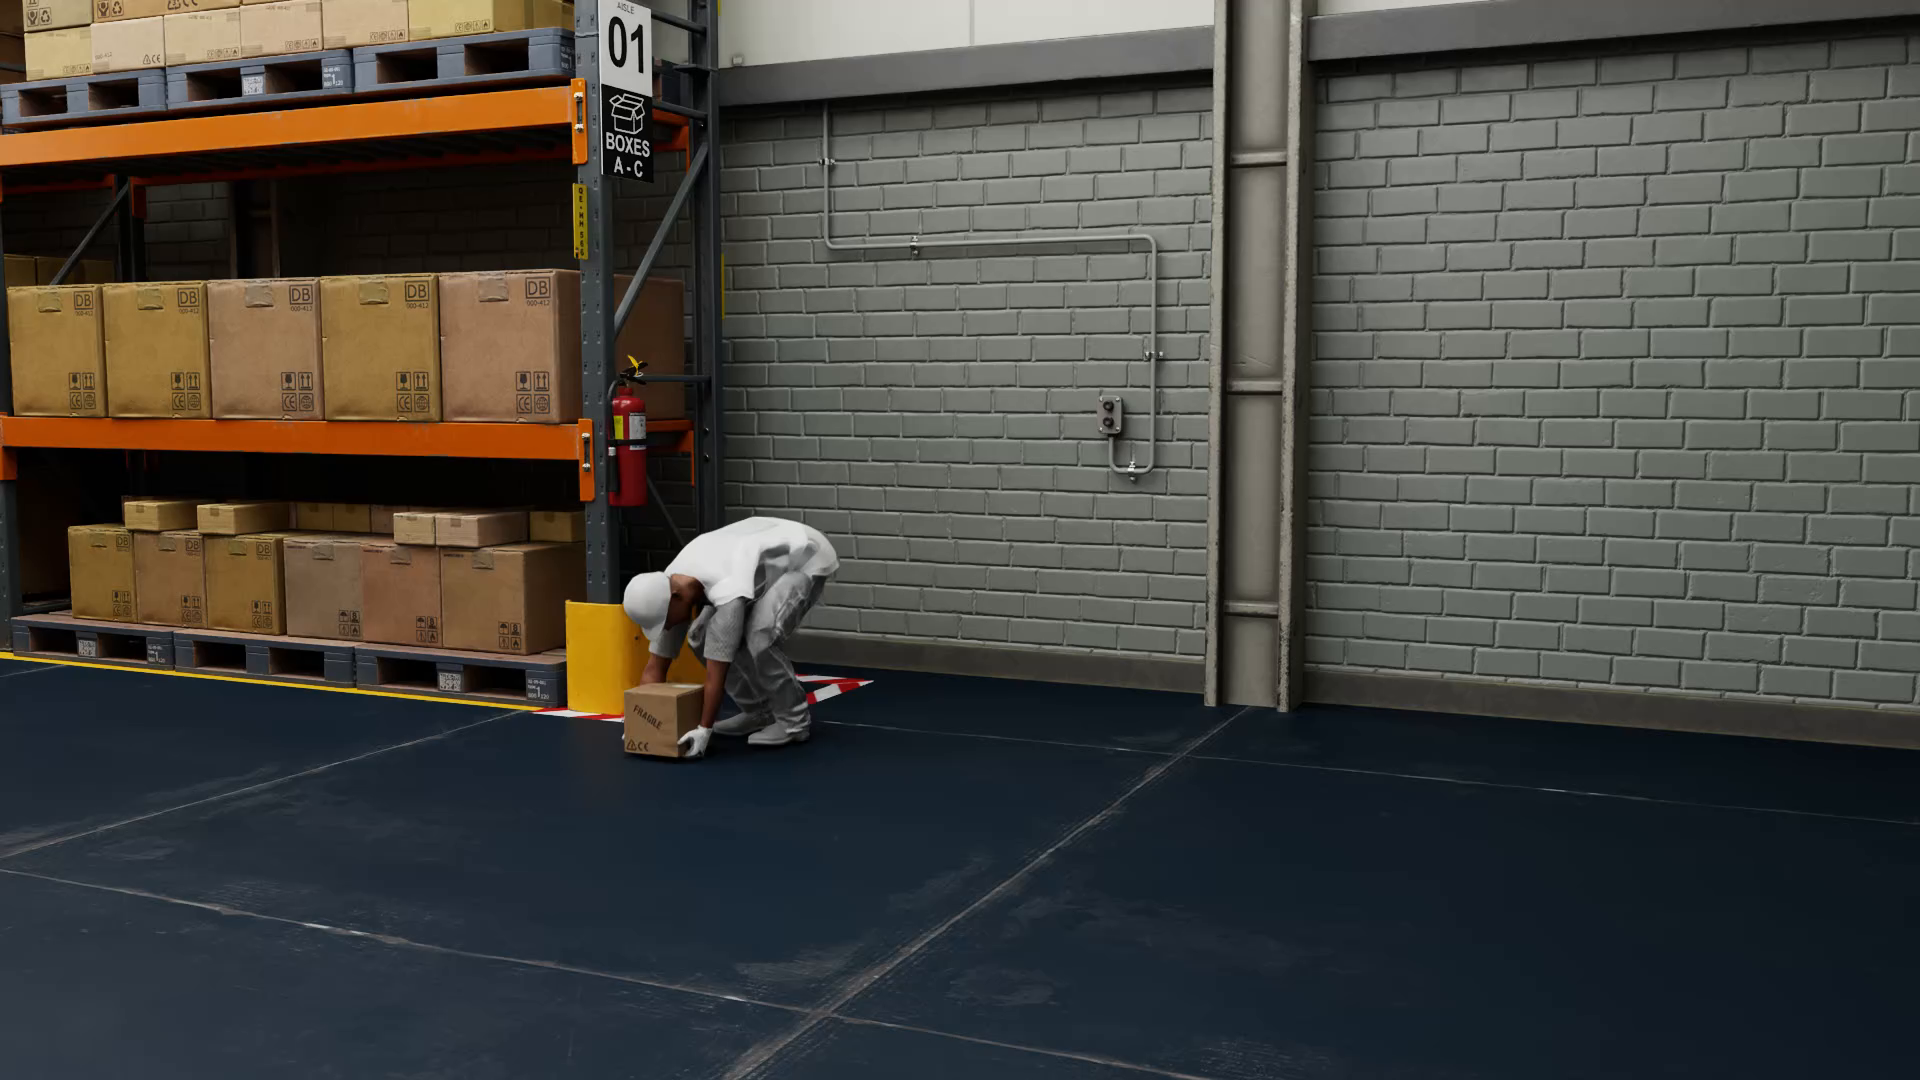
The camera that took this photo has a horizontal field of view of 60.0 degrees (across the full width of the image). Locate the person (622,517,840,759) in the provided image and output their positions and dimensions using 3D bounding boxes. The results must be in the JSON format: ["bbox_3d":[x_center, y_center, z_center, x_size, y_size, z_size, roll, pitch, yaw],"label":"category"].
[{"bbox_3d":[-0.947,0.384,6.824,0.981,0.932,0.541,-5,7,-42],"label":"person"}]
